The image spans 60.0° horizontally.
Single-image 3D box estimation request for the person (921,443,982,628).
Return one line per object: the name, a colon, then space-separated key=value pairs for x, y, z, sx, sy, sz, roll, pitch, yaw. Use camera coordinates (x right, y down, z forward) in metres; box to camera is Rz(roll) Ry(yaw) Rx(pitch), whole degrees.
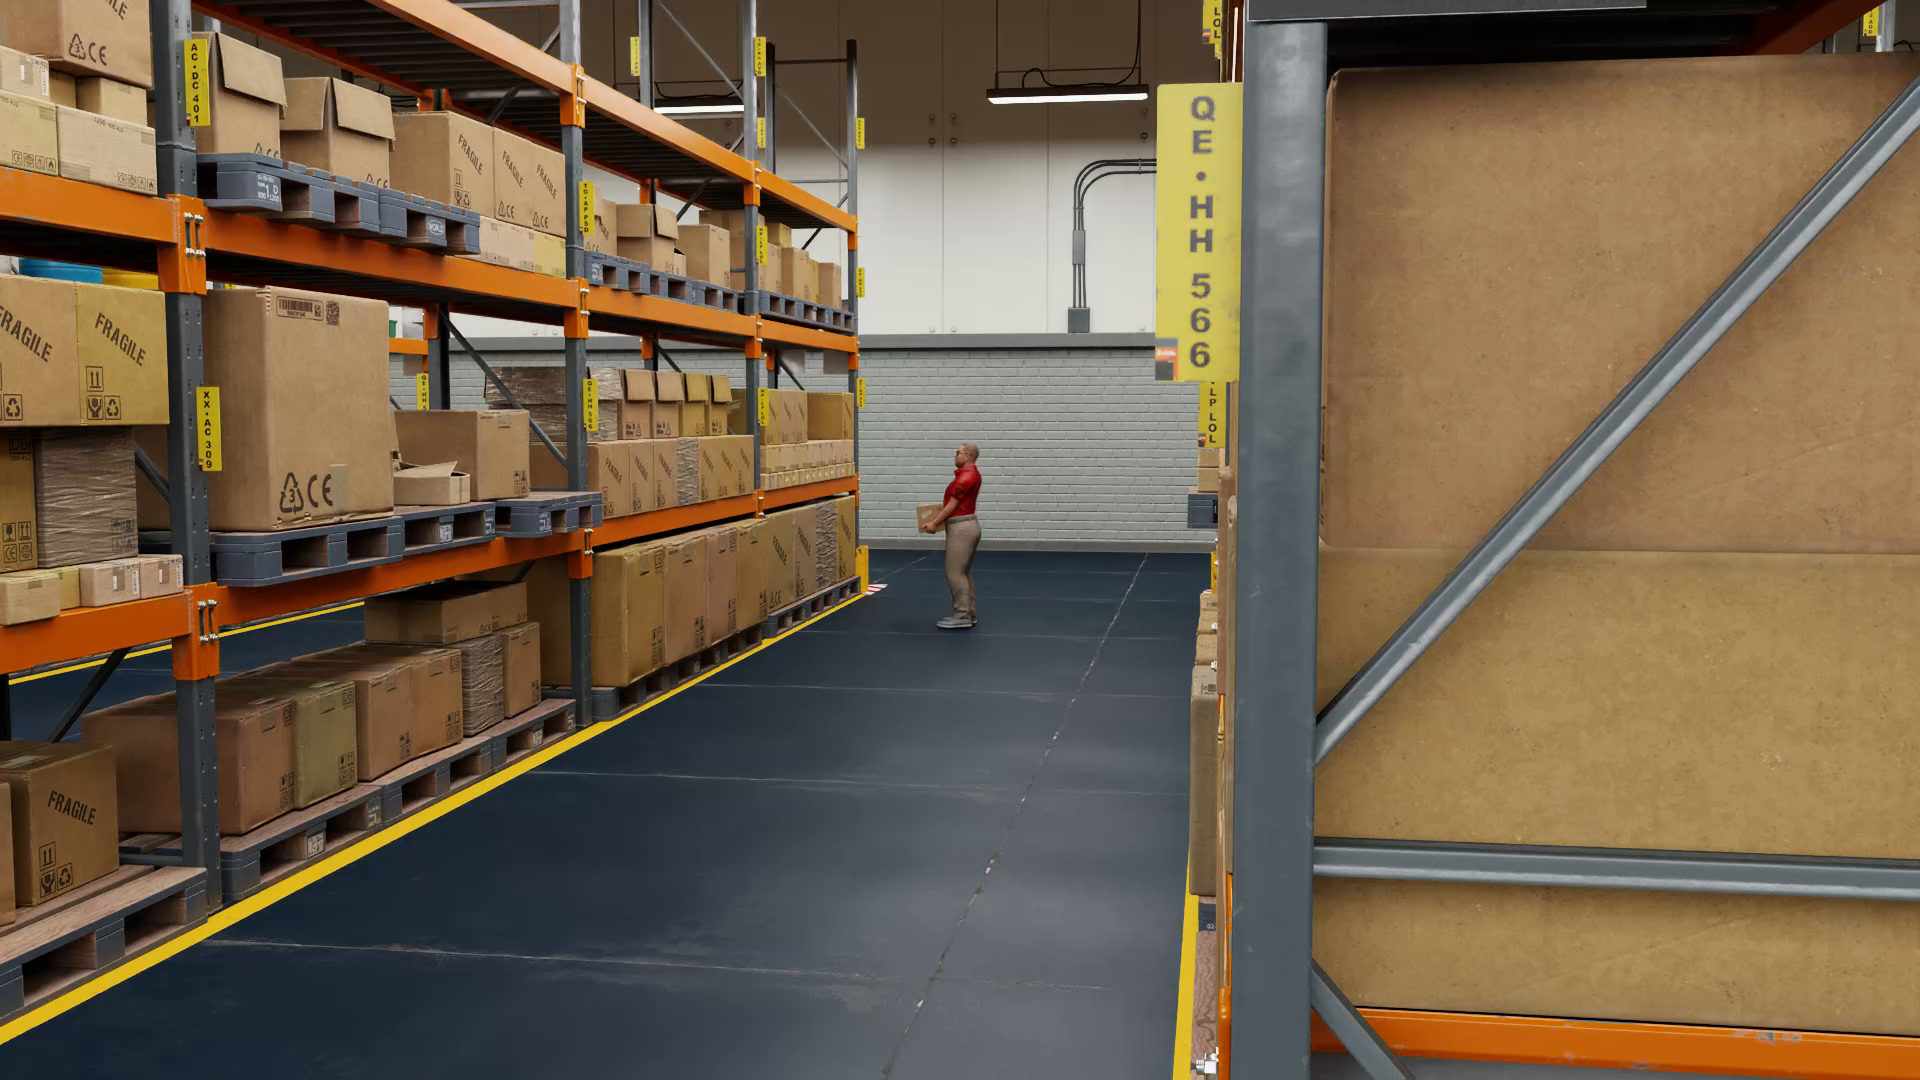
person: x=-0.081 y=-0.048 z=15.439 sx=0.537 sy=1.712 sz=0.493 roll=1 pitch=4 yaw=9
